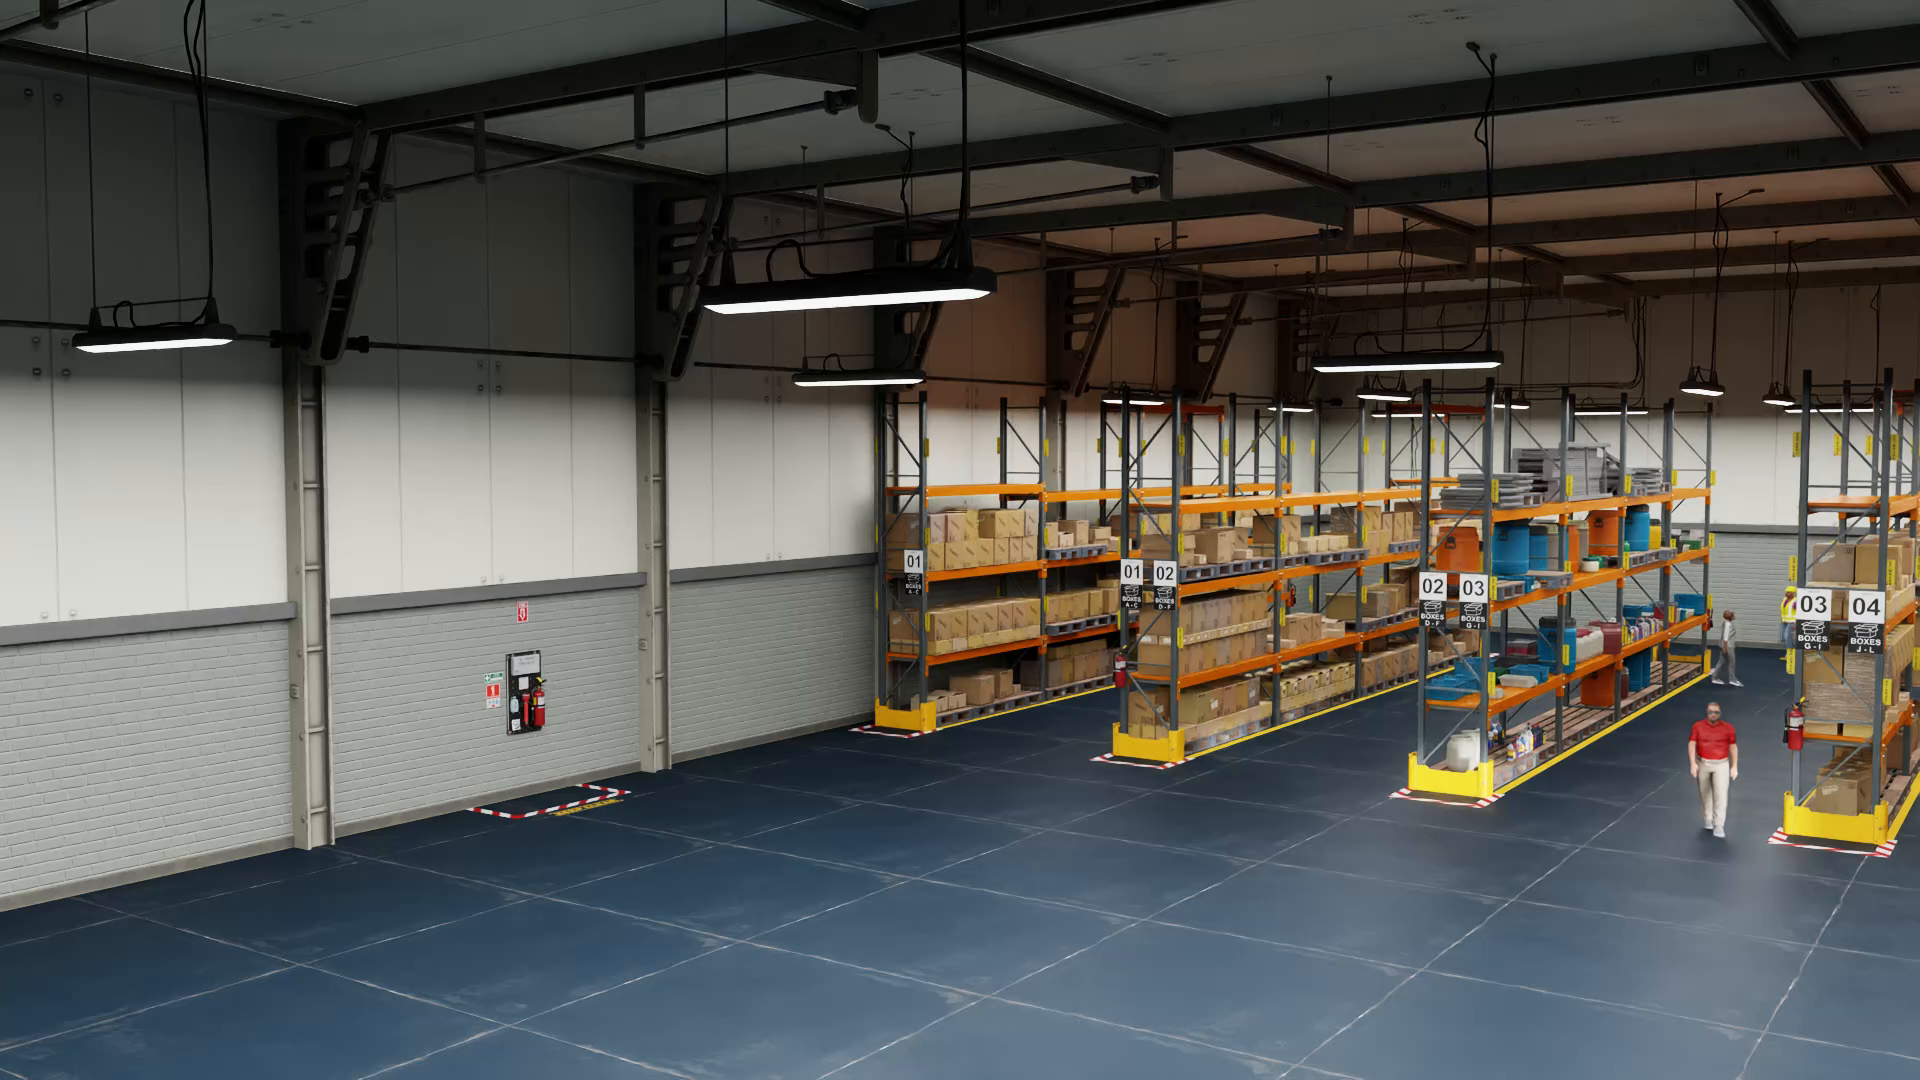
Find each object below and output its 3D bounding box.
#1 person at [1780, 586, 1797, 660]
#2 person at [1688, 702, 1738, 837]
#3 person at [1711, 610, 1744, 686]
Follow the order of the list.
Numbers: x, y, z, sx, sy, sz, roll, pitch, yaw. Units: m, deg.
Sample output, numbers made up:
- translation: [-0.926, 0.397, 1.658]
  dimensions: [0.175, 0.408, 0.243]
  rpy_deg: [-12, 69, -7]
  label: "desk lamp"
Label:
- translation: [19.520, 1.945, 39.020]
  dimensions: [0.662, 1.754, 0.579]
  rpy_deg: [0, 3, -7]
  label: "person"
- translation: [9.695, 2.943, 21.484]
  dimensions: [0.557, 1.688, 0.956]
  rpy_deg: [2, 4, 36]
  label: "person"
- translation: [16.185, 2.270, 35.047]
  dimensions: [0.645, 1.594, 0.455]
  rpy_deg: [1, 3, 12]
  label: "person"
